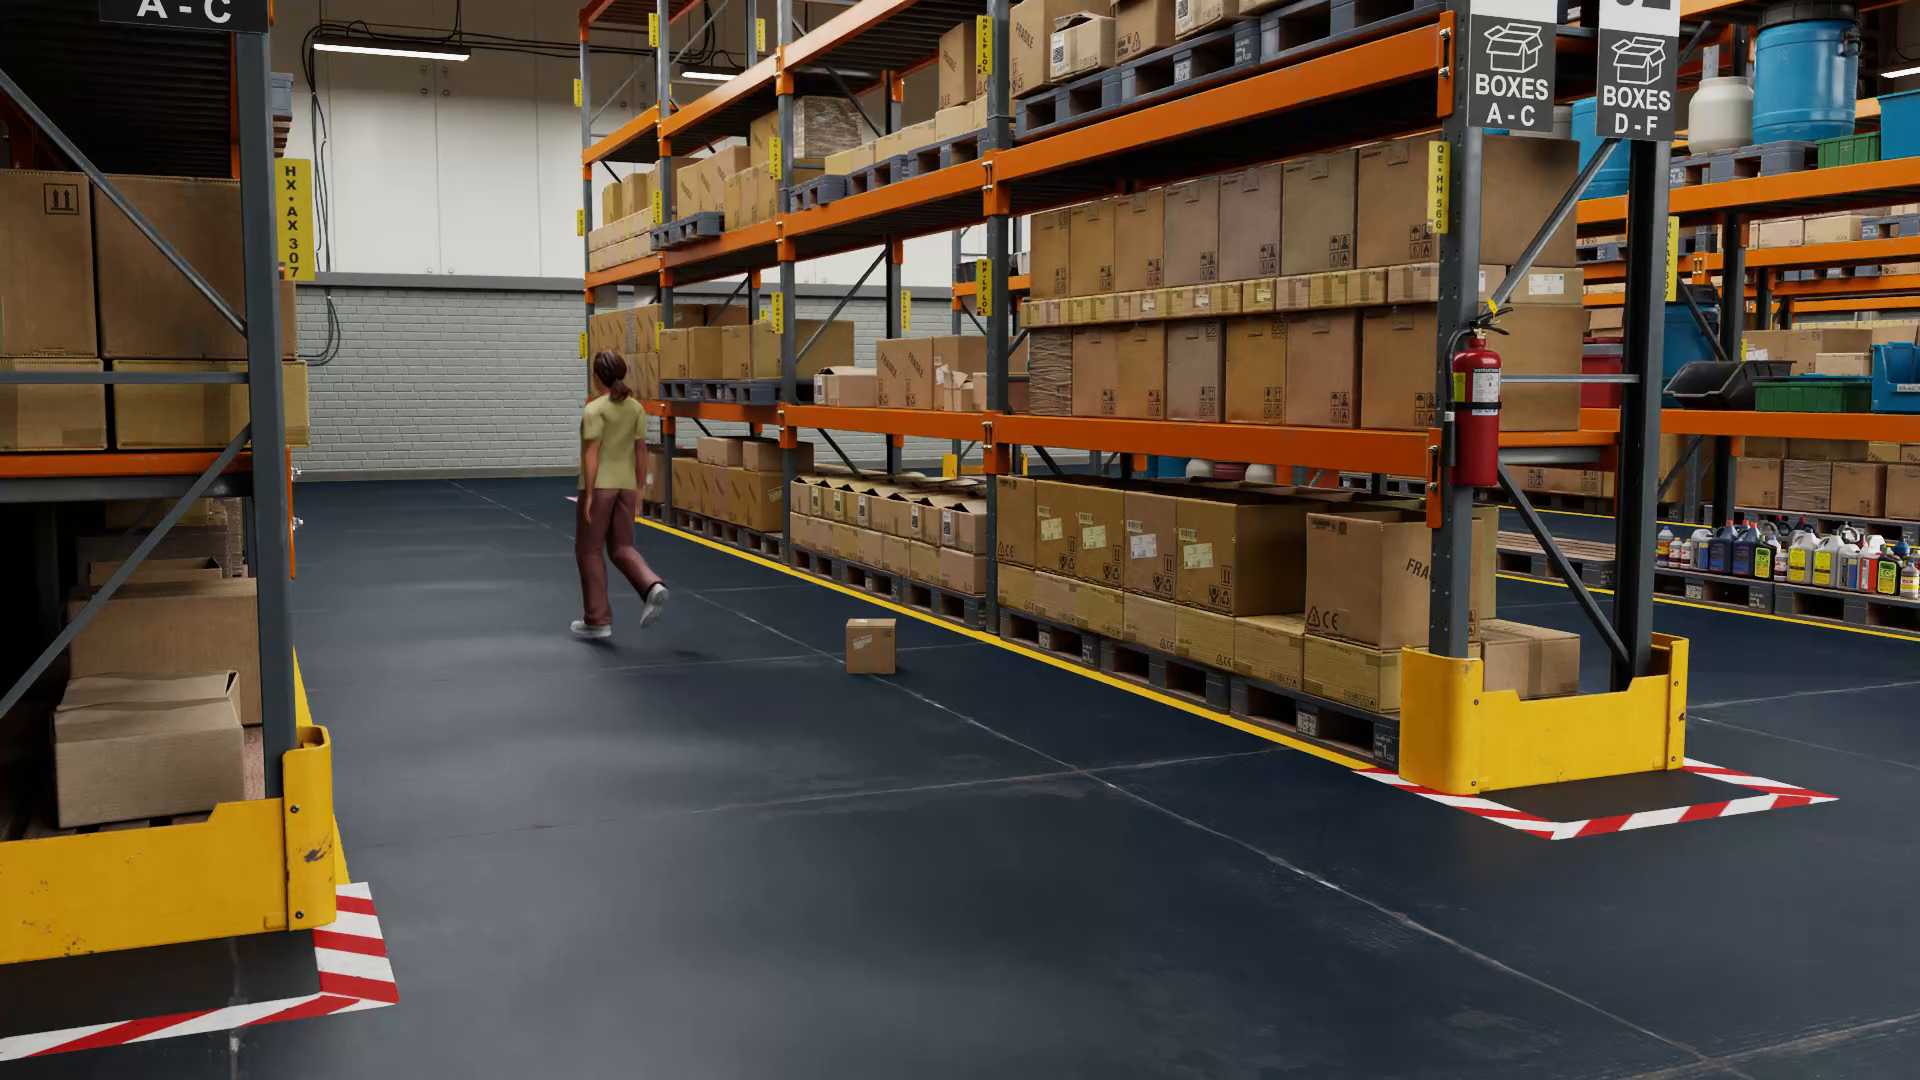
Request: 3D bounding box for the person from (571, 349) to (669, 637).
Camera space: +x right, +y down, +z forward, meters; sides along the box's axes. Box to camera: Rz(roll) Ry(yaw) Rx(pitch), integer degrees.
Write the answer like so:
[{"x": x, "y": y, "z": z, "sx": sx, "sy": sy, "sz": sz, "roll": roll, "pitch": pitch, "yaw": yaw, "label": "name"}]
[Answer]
[{"x": -1.974, "y": -0.261, "z": 9.534, "sx": 0.702, "sy": 1.652, "sz": 0.449, "roll": 5, "pitch": 7, "yaw": 40, "label": "person"}]
